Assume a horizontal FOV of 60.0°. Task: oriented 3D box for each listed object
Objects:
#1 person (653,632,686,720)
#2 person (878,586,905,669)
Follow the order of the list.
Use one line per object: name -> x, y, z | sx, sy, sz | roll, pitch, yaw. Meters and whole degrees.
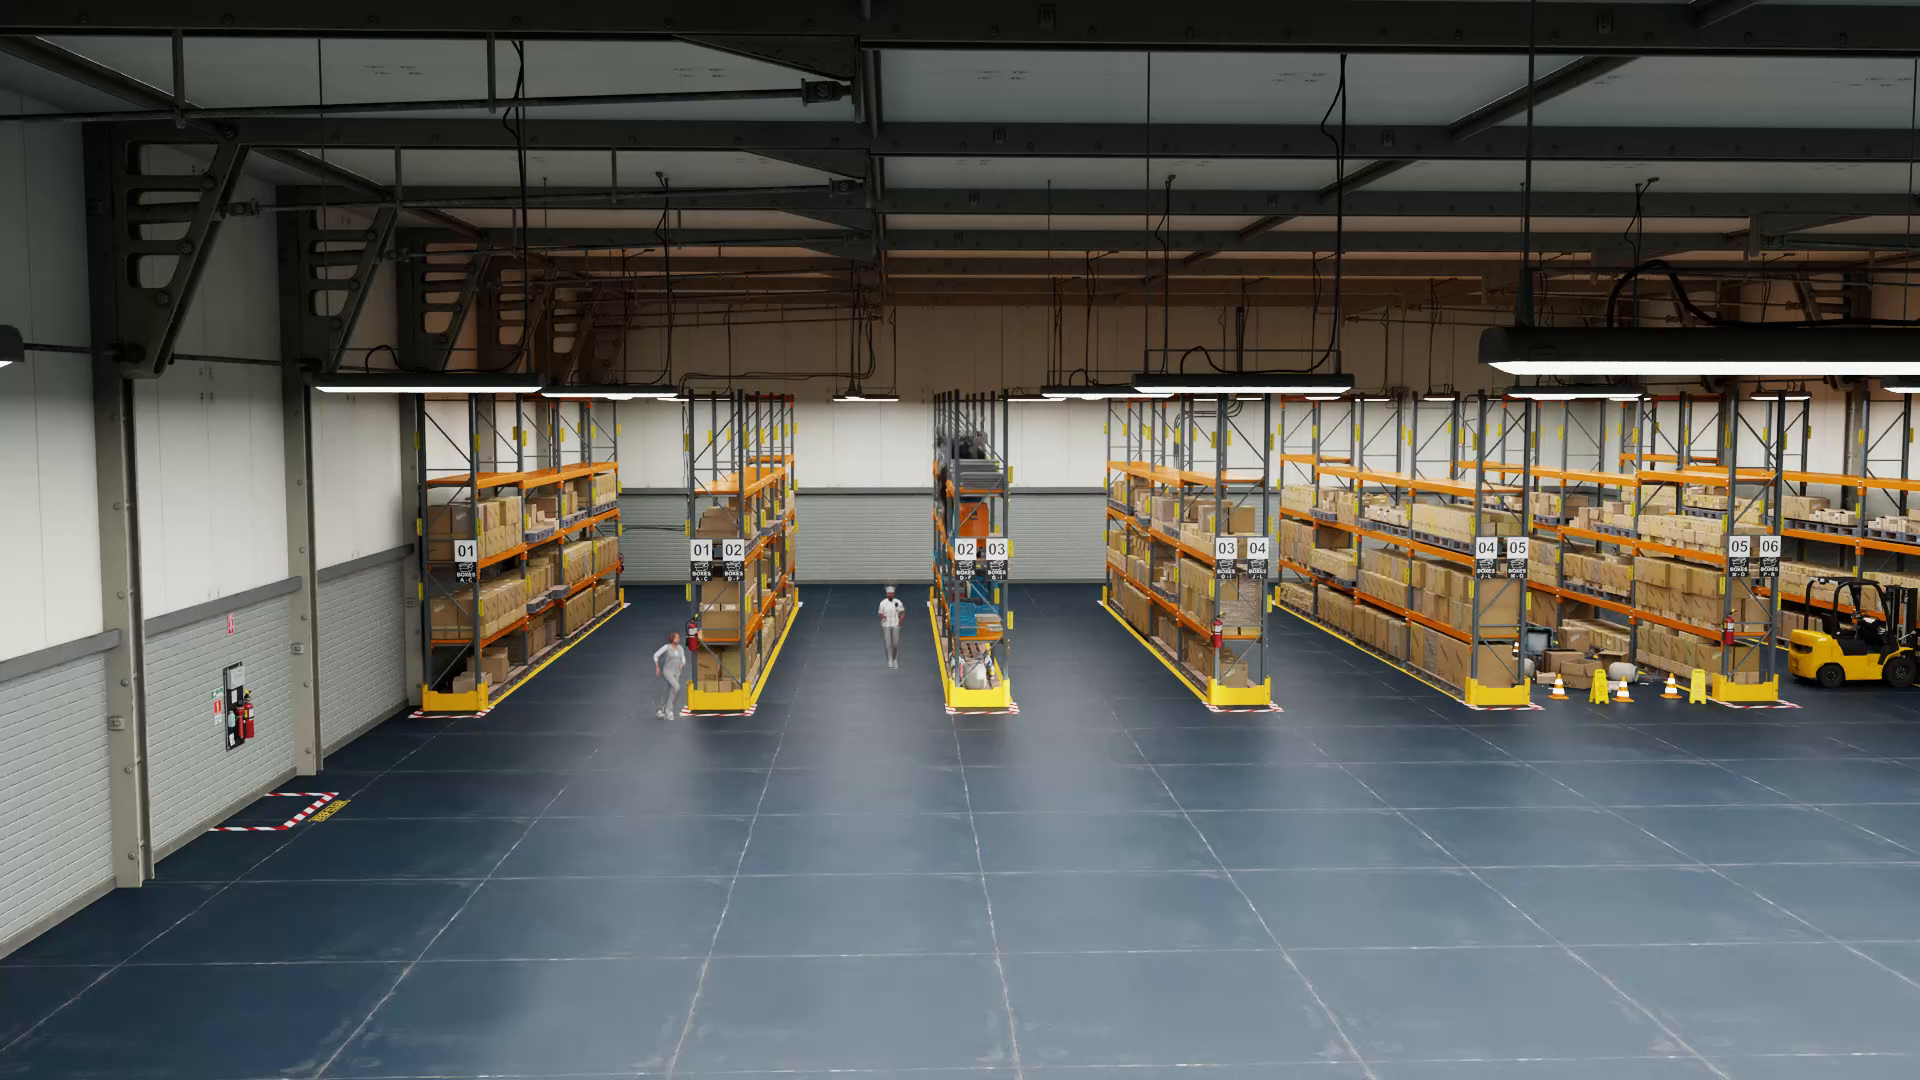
person -> -5.239, 2.457, 30.285 | 0.635, 1.548, 0.528 | 4, 6, 43
person -> -1.411, 1.818, 34.278 | 0.562, 1.732, 0.585 | 0, 5, -3
